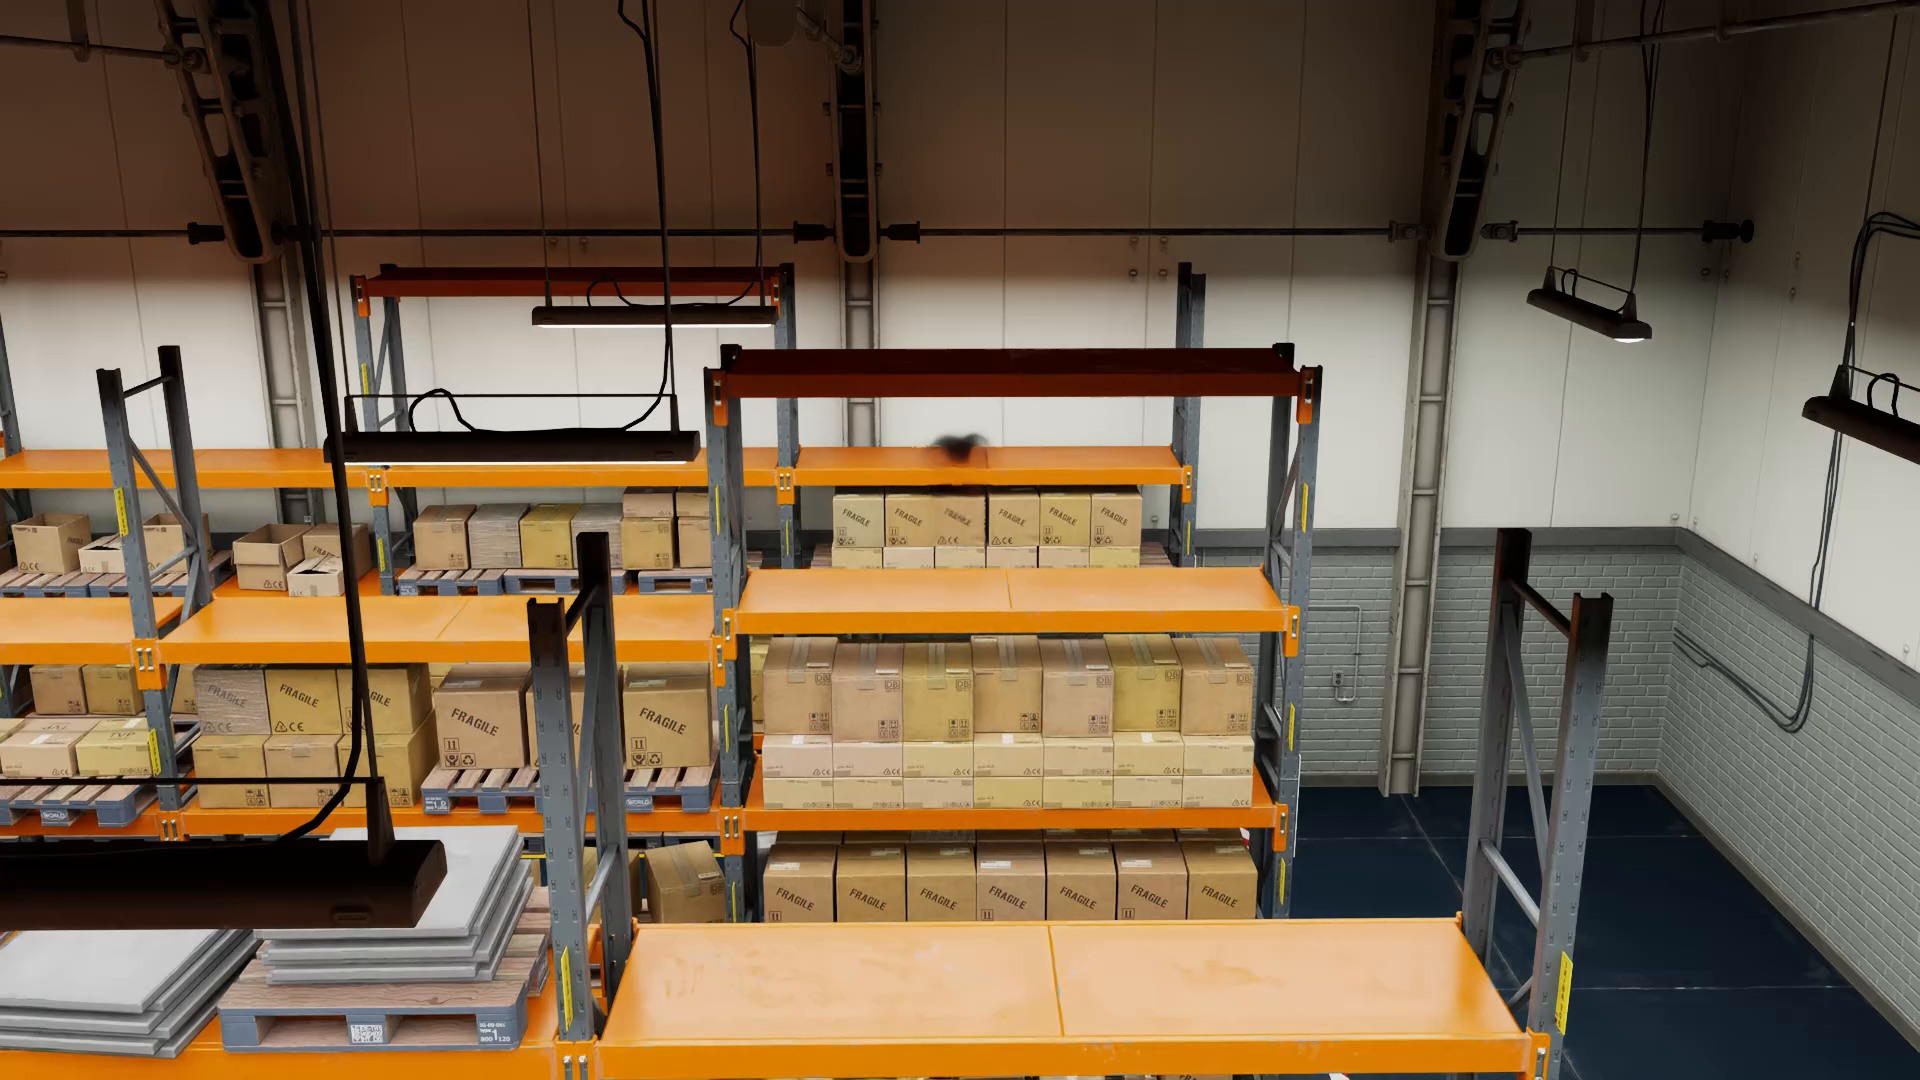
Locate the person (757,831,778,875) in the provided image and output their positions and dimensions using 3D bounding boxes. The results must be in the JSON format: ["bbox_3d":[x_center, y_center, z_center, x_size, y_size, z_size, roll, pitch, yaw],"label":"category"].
[{"bbox_3d":[-1.857,2.895,15.659,0.525,1.662,0.400,-5,17,-16],"label":"person"}]
